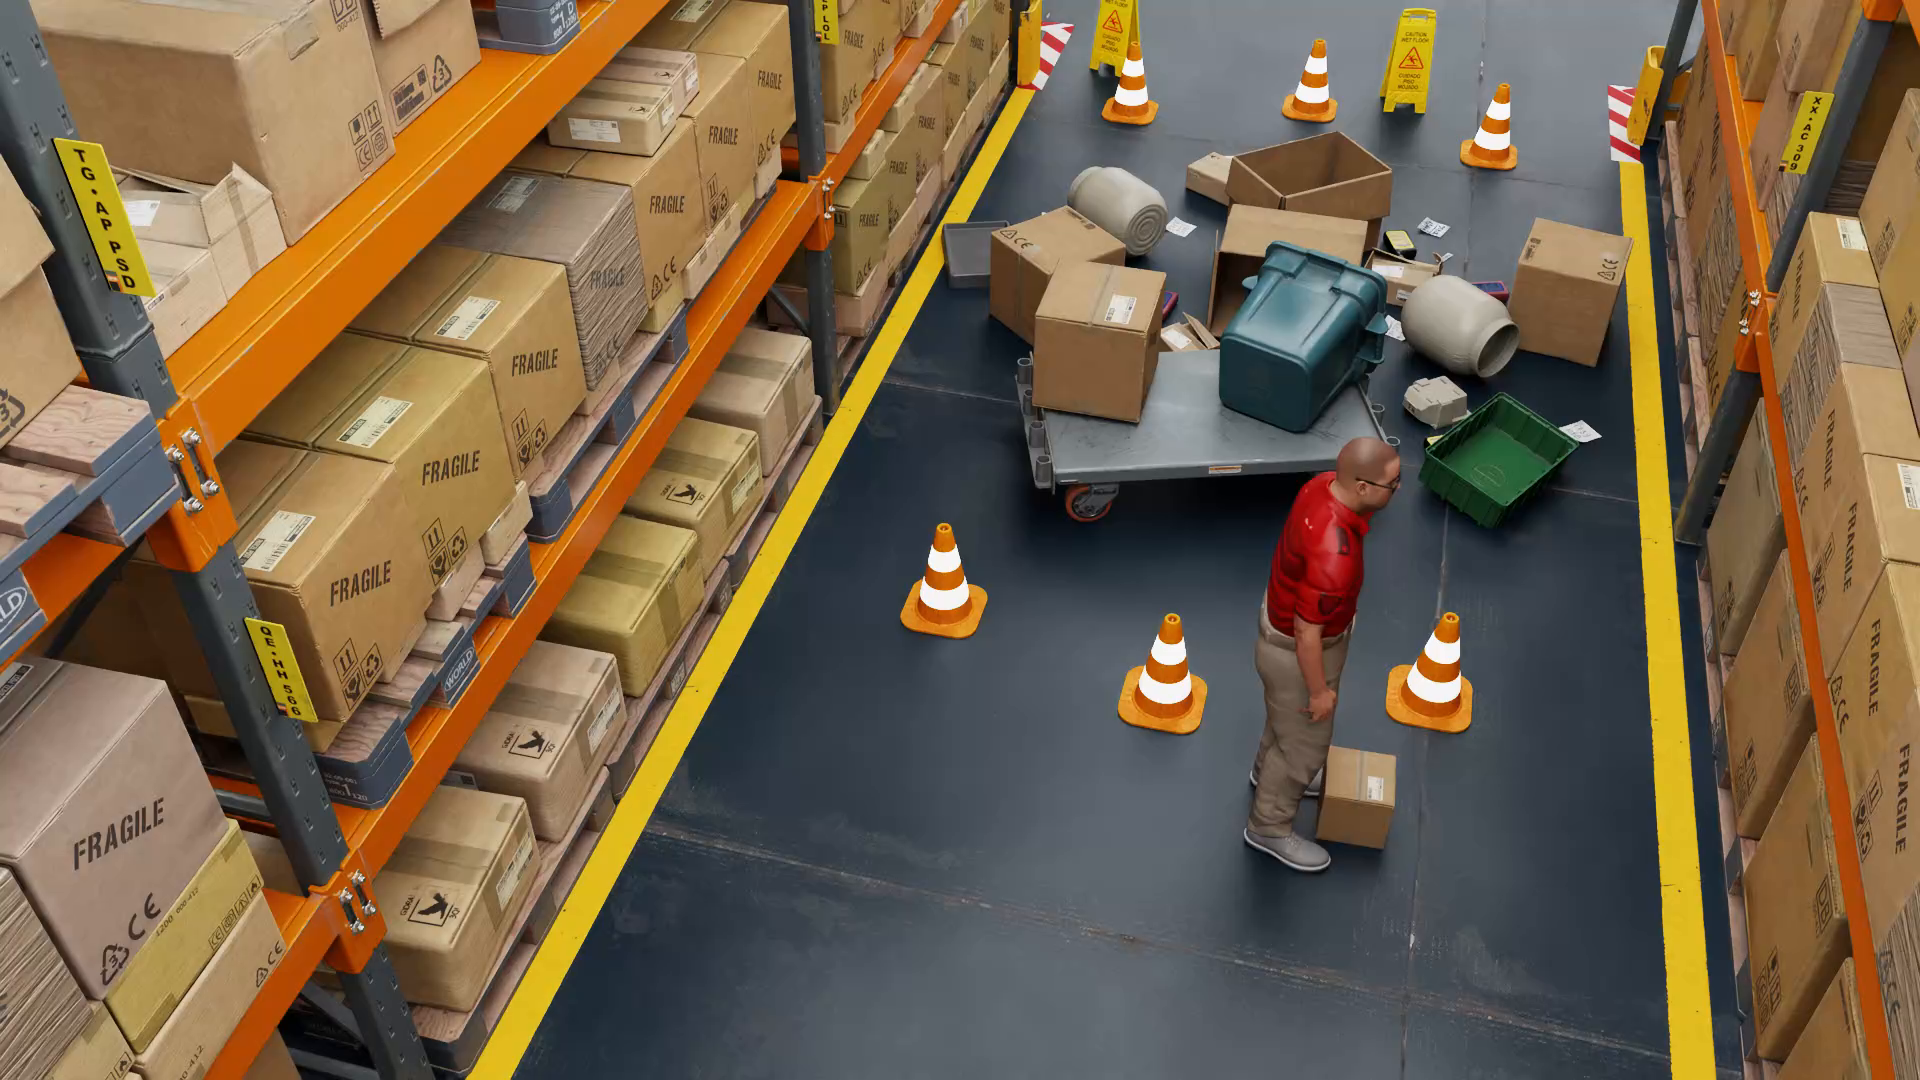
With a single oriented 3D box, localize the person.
[{"bbox_3d":[1.224,0.358,5.753,0.393,1.726,0.606,8,41,9],"label":"person"}]
